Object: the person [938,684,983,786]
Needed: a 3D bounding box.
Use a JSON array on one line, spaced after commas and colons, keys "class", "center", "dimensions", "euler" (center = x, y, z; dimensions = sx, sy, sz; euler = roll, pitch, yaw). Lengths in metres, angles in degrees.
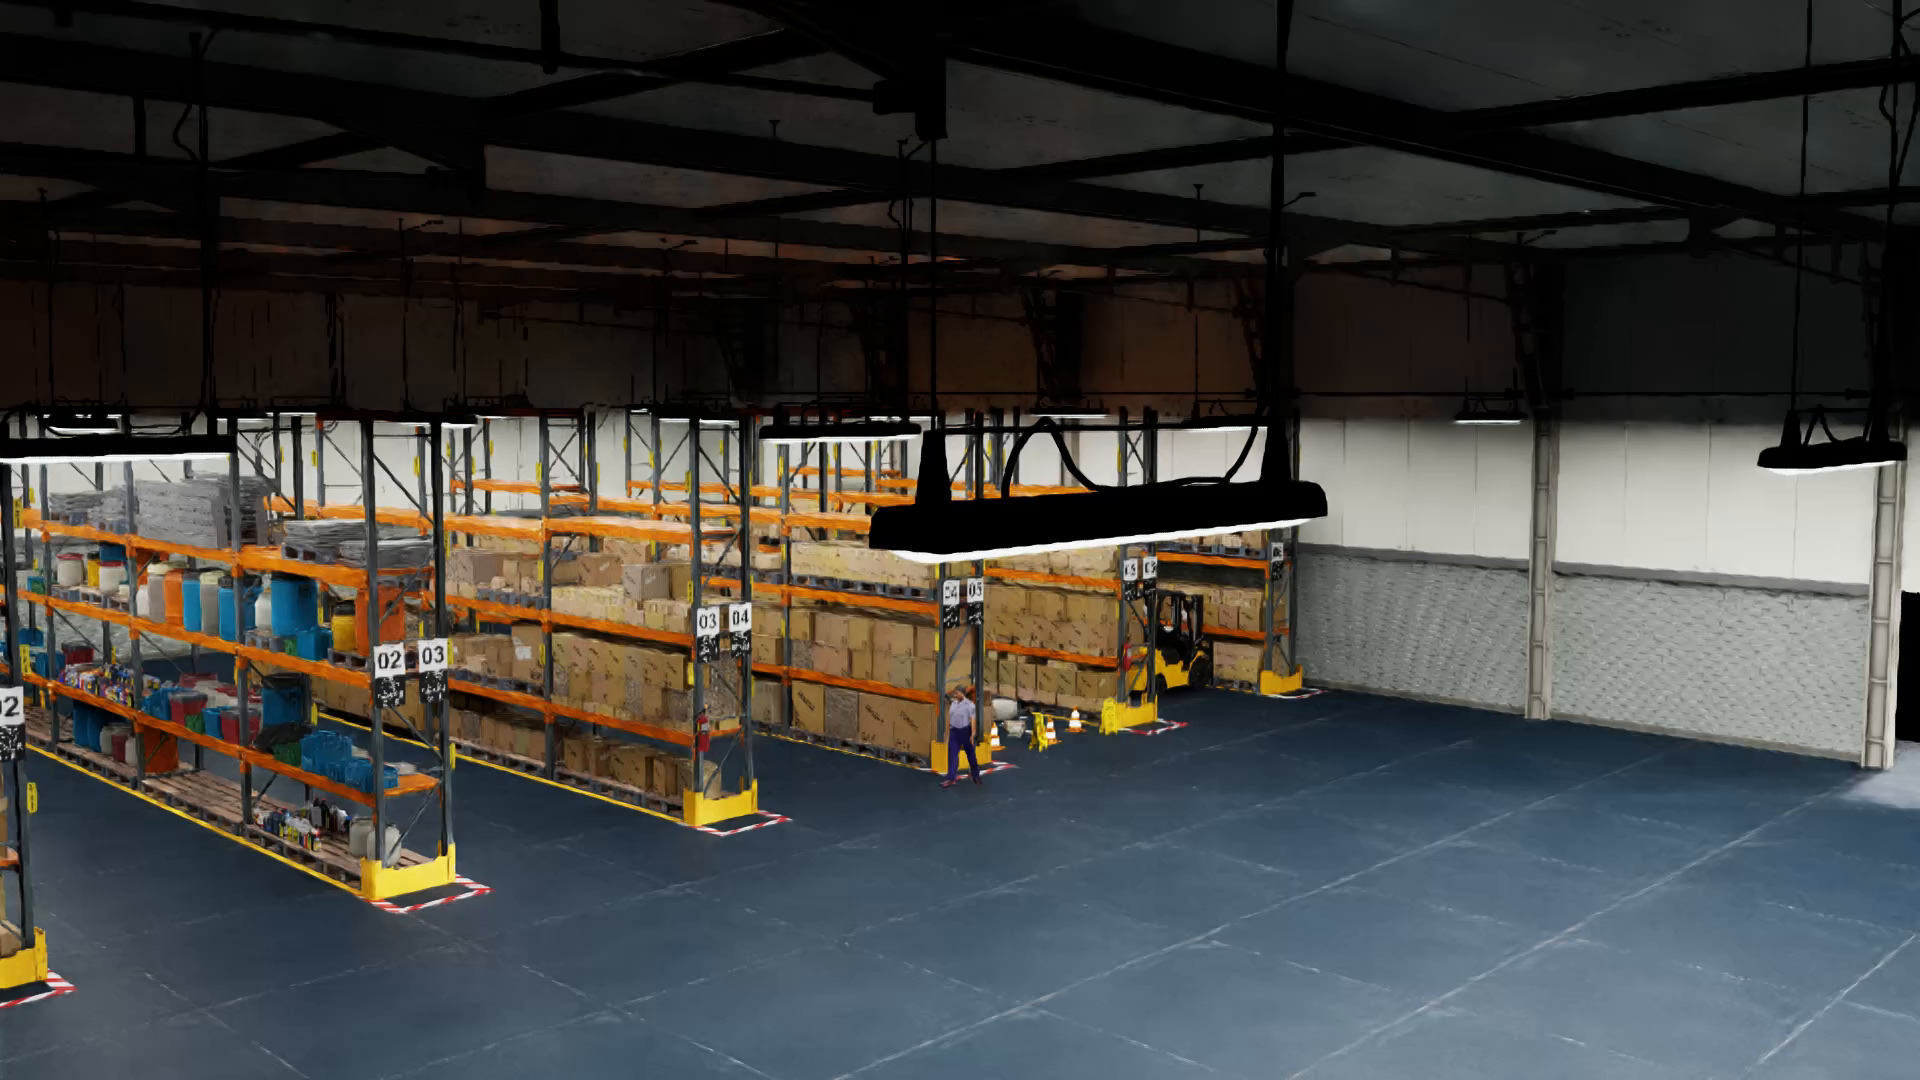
[{"class": "person", "center": [-0.017, 3.144, 26.838], "dimensions": [0.705, 1.615, 0.641], "euler": [4, 6, 36]}]
